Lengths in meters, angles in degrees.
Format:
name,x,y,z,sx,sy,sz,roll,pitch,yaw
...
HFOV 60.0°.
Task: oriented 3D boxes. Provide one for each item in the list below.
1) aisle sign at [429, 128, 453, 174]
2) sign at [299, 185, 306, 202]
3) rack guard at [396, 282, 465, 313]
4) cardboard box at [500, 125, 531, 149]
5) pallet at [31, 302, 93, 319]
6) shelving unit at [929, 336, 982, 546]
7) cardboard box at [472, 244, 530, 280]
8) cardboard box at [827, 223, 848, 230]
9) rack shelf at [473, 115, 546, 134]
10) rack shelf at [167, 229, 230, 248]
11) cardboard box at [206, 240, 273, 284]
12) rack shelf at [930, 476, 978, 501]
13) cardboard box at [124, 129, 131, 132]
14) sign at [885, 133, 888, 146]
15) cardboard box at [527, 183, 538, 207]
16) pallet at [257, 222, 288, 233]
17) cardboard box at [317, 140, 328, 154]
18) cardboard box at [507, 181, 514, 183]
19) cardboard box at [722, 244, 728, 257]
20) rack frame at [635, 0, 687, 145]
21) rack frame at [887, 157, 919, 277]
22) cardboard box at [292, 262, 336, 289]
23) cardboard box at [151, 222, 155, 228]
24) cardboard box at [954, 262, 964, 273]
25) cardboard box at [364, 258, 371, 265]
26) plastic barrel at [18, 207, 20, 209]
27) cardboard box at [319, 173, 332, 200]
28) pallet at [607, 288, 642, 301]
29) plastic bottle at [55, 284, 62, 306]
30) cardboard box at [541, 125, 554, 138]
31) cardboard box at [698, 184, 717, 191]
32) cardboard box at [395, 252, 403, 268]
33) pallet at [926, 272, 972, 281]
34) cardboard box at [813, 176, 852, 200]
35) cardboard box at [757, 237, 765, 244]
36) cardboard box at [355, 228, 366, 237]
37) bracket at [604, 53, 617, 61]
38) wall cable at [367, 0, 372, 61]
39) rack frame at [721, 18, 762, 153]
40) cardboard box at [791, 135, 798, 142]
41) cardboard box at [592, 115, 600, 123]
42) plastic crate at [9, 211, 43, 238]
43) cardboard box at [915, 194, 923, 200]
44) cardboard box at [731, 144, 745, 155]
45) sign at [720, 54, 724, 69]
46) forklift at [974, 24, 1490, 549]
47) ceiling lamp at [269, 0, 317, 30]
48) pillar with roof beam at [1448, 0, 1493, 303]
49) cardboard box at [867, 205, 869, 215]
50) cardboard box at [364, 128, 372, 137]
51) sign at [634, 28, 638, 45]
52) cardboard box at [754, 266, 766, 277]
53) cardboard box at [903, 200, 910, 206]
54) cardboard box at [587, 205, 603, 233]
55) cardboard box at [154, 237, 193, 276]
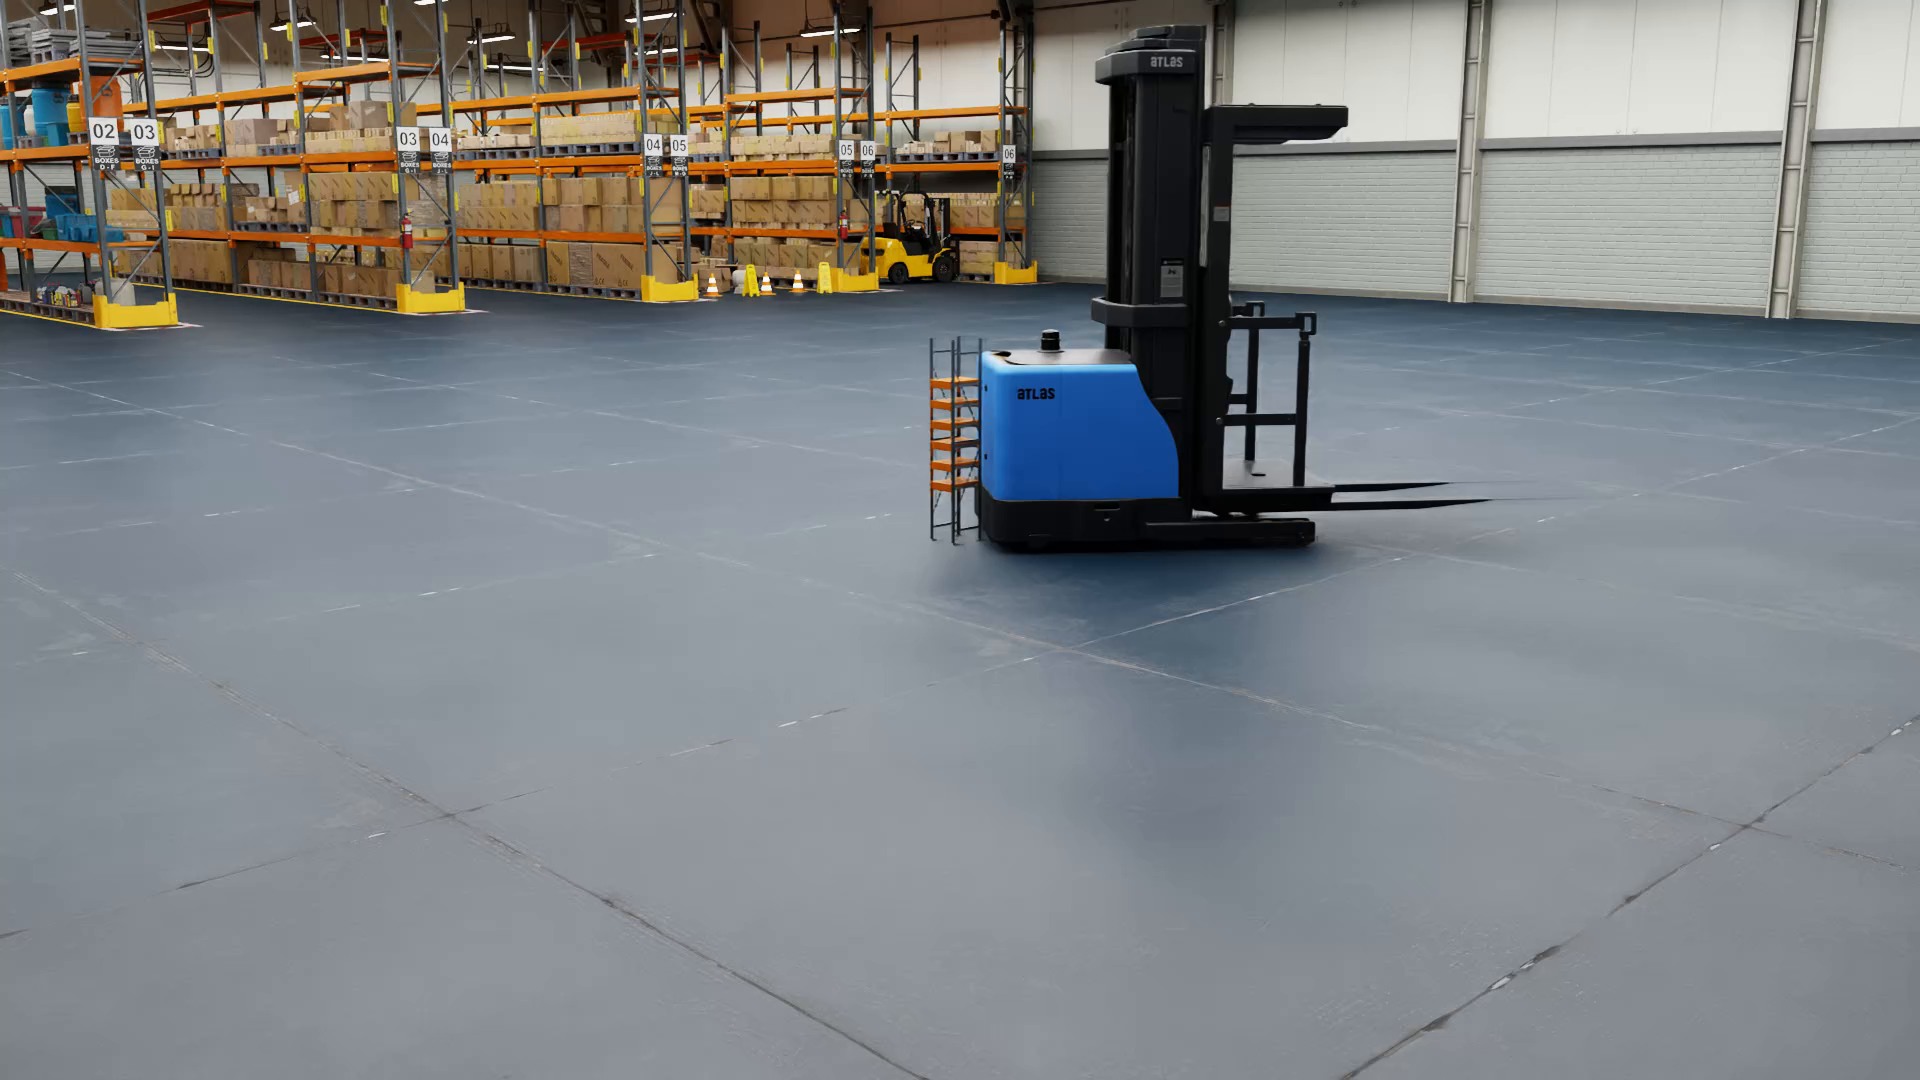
name,x,y,z,sx,sy,sz,roll,pitch,yaw
aisle sign,-9.173,-6.874,29.399,0.394,0.787,0.004,-11,16,-43
sign,-12.594,-6.641,31.842,0.100,0.325,0.005,-11,16,-43
rack guard,-9.485,-4.355,29.809,1.175,0.500,0.348,-11,16,-43
cardboard box,-9.897,-8.970,37.046,0.500,0.500,0.500,-11,16,-43
pallet,-15.343,-3.992,28.764,1.003,0.211,1.213,-11,16,-43
shelving unit,-0.024,-0.585,9.775,0.258,1.200,0.189,-11,16,-43
cardboard box,-10.338,-6.287,37.528,1.050,0.750,0.750,-11,16,-42
cardboard box,-2.678,-6.851,36.351,0.380,0.149,0.250,-10,15,-41
rack shelf,-11.933,-11.382,45.631,1.077,0.370,4.000,-11,16,-43
rack shelf,-16.338,-6.675,36.659,1.077,0.370,4.000,-11,16,-43
cardboard box,-15.419,-6.004,35.845,0.875,0.875,1.225,11,16,43
rack shelf,-0.024,-0.306,9.833,0.258,0.103,0.180,-11,16,-43
cardboard box,-19.390,-9.440,39.326,0.500,0.500,0.700,10,16,41
sign,-1.826,-10.024,41.639,0.100,0.325,0.005,-11,16,-43
cardboard box,-8.885,-7.438,35.856,0.700,0.500,0.500,-11,16,-44
pallet,-13.561,-6.358,33.815,1.003,0.211,1.213,-11,16,-43
cardboard box,-11.700,-7.369,31.185,0.500,0.250,0.500,-11,16,-43
cardboard box,-12.229,-9.818,45.797,0.250,0.149,0.380,11,16,44
cardboard box,-6.419,-8.195,47.411,0.500,0.500,0.500,-11,16,-43
rack frame,-5.775,-9.183,32.181,1.000,3.000,0.127,-11,16,-43
rack frame,-1.440,-8.225,42.399,1.000,3.000,0.127,-11,16,-43
cardboard box,-12.919,-5.308,33.344,0.700,0.500,0.500,-11,16,-43
cardboard box,-18.345,-7.233,38.206,0.380,0.149,0.250,-10,16,-41
cardboard box,0.094,-6.673,40.639,0.500,0.250,0.500,-11,16,-42
cardboard box,-14.706,-6.990,41.693,0.250,0.149,0.380,11,16,42
plastic barrel,-17.085,-5.868,30.625,0.433,0.535,0.433,0,12,0
cardboard box,-11.722,-6.662,31.351,0.500,0.500,0.500,-11,16,-43
pallet,-6.384,-4.984,33.581,1.003,0.211,1.213,-11,16,-43
plastic bottle,-15.096,-4.114,27.922,0.144,0.351,0.185,-11,16,-43
cardboard box,-8.403,-8.514,34.714,0.500,0.250,0.500,-11,16,-42
cardboard box,-5.995,-8.385,39.545,0.250,0.149,0.380,11,16,43
cardboard box,-13.377,-6.755,40.420,0.500,0.500,0.500,-10,15,-40
pallet,-0.074,-6.559,41.224,1.003,0.211,1.213,-11,16,-43
cardboard box,-2.776,-7.677,36.279,0.500,0.500,0.700,11,16,44
cardboard box,-4.416,-6.851,38.041,0.380,0.149,0.250,-10,15,-40
cardboard box,-10.890,-5.662,30.582,0.380,0.149,0.250,-11,16,-43
bracket,-10.907,-15.086,51.917,0.235,0.232,0.430,-11,16,-43
wall cable,-18.564,-15.735,49.119,2.355,3.000,0.029,-11,16,-43
rack frame,-5.027,-10.471,38.434,1.000,3.000,0.127,-11,16,-43
cardboard box,-3.515,-8.894,36.861,0.250,0.149,0.380,11,16,44
cardboard box,-7.131,-8.423,33.286,0.380,0.149,0.250,-11,16,-43
plastic crate,-16.333,-5.521,29.116,0.402,0.464,0.583,-11,16,-43
cardboard box,-0.902,-8.536,41.316,0.380,0.149,0.250,-10,16,-41
cardboard box,-4.922,-8.972,38.225,0.500,0.250,0.500,-11,16,-44
sign,-5.425,-10.928,37.944,0.100,0.325,0.005,-11,16,-43
forklift,1.643,-1.490,9.878,3.031,2.935,1.130,-1,12,-7
ceiling lamp,-15.150,-13.379,38.082,0.800,3.185,2.000,-11,16,-43
pillar with roof beam,6.667,-8.455,28.651,9.100,9.000,0.400,-11,16,-43
cardboard box,-2.324,-8.506,42.898,0.500,0.250,0.500,11,16,44
cardboard box,-10.404,-7.268,29.706,0.380,0.149,0.250,-11,16,-42
sign,-6.178,-9.605,31.721,0.100,0.325,0.005,-11,16,-43
cardboard box,-4.438,-6.191,38.303,0.500,0.250,0.500,-10,15,-39
cardboard box,-1.230,-8.471,41.737,0.380,0.149,0.250,-10,16,-41
cardboard box,-7.152,-6.614,34.207,0.875,0.550,0.500,-11,16,-43
cardboard box,-18.117,-6.592,38.697,0.875,0.875,0.875,-11,16,-43
